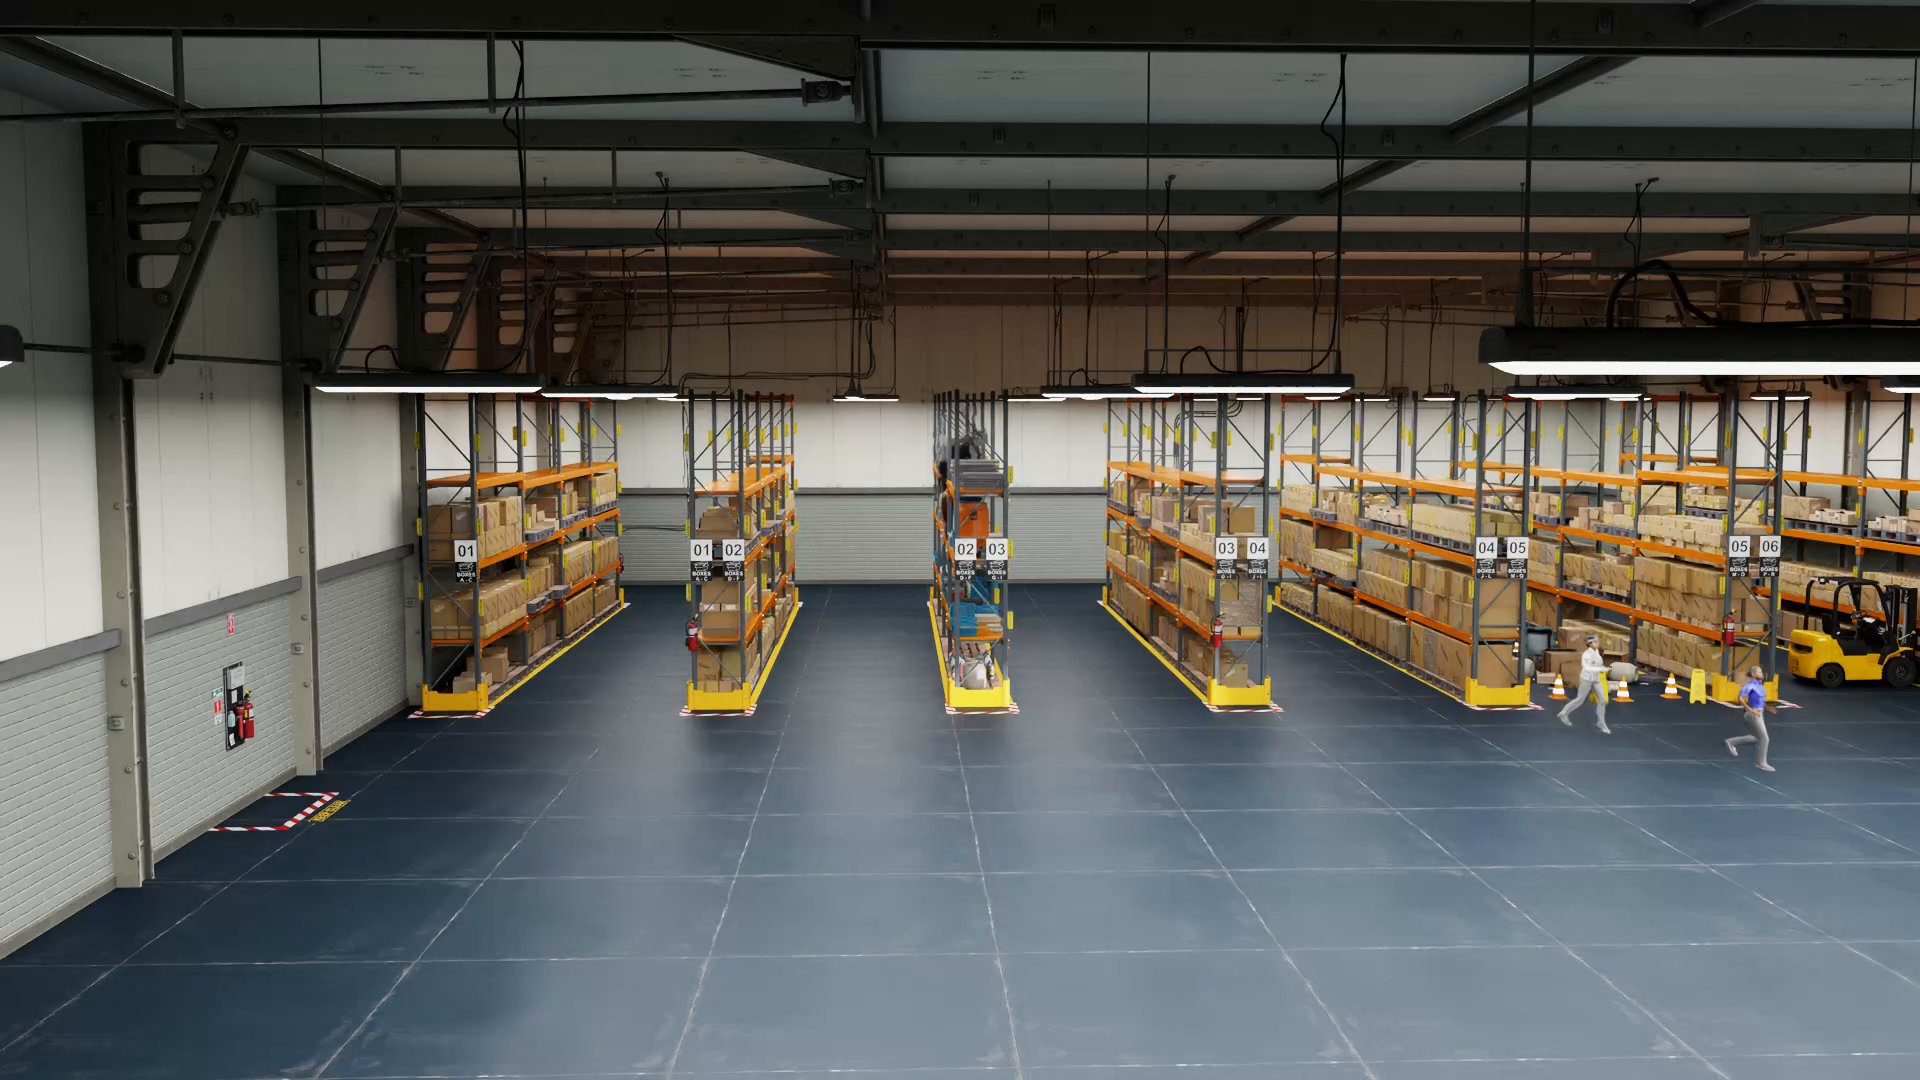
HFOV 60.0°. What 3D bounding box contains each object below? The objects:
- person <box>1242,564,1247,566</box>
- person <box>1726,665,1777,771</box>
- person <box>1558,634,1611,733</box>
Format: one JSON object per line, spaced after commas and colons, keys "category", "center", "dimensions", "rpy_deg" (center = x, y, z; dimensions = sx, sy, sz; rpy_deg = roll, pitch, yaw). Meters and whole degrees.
{"category": "person", "center": [8.028, 0.912, 47.945], "dimensions": [0.900, 1.774, 0.692], "rpy_deg": [-4, 6, -43]}
{"category": "person", "center": [12.471, 2.794, 26.219], "dimensions": [0.760, 1.630, 0.577], "rpy_deg": [4, 6, 41]}
{"category": "person", "center": [11.032, 2.496, 29.258], "dimensions": [0.622, 1.734, 0.890], "rpy_deg": [-4, 6, -40]}
